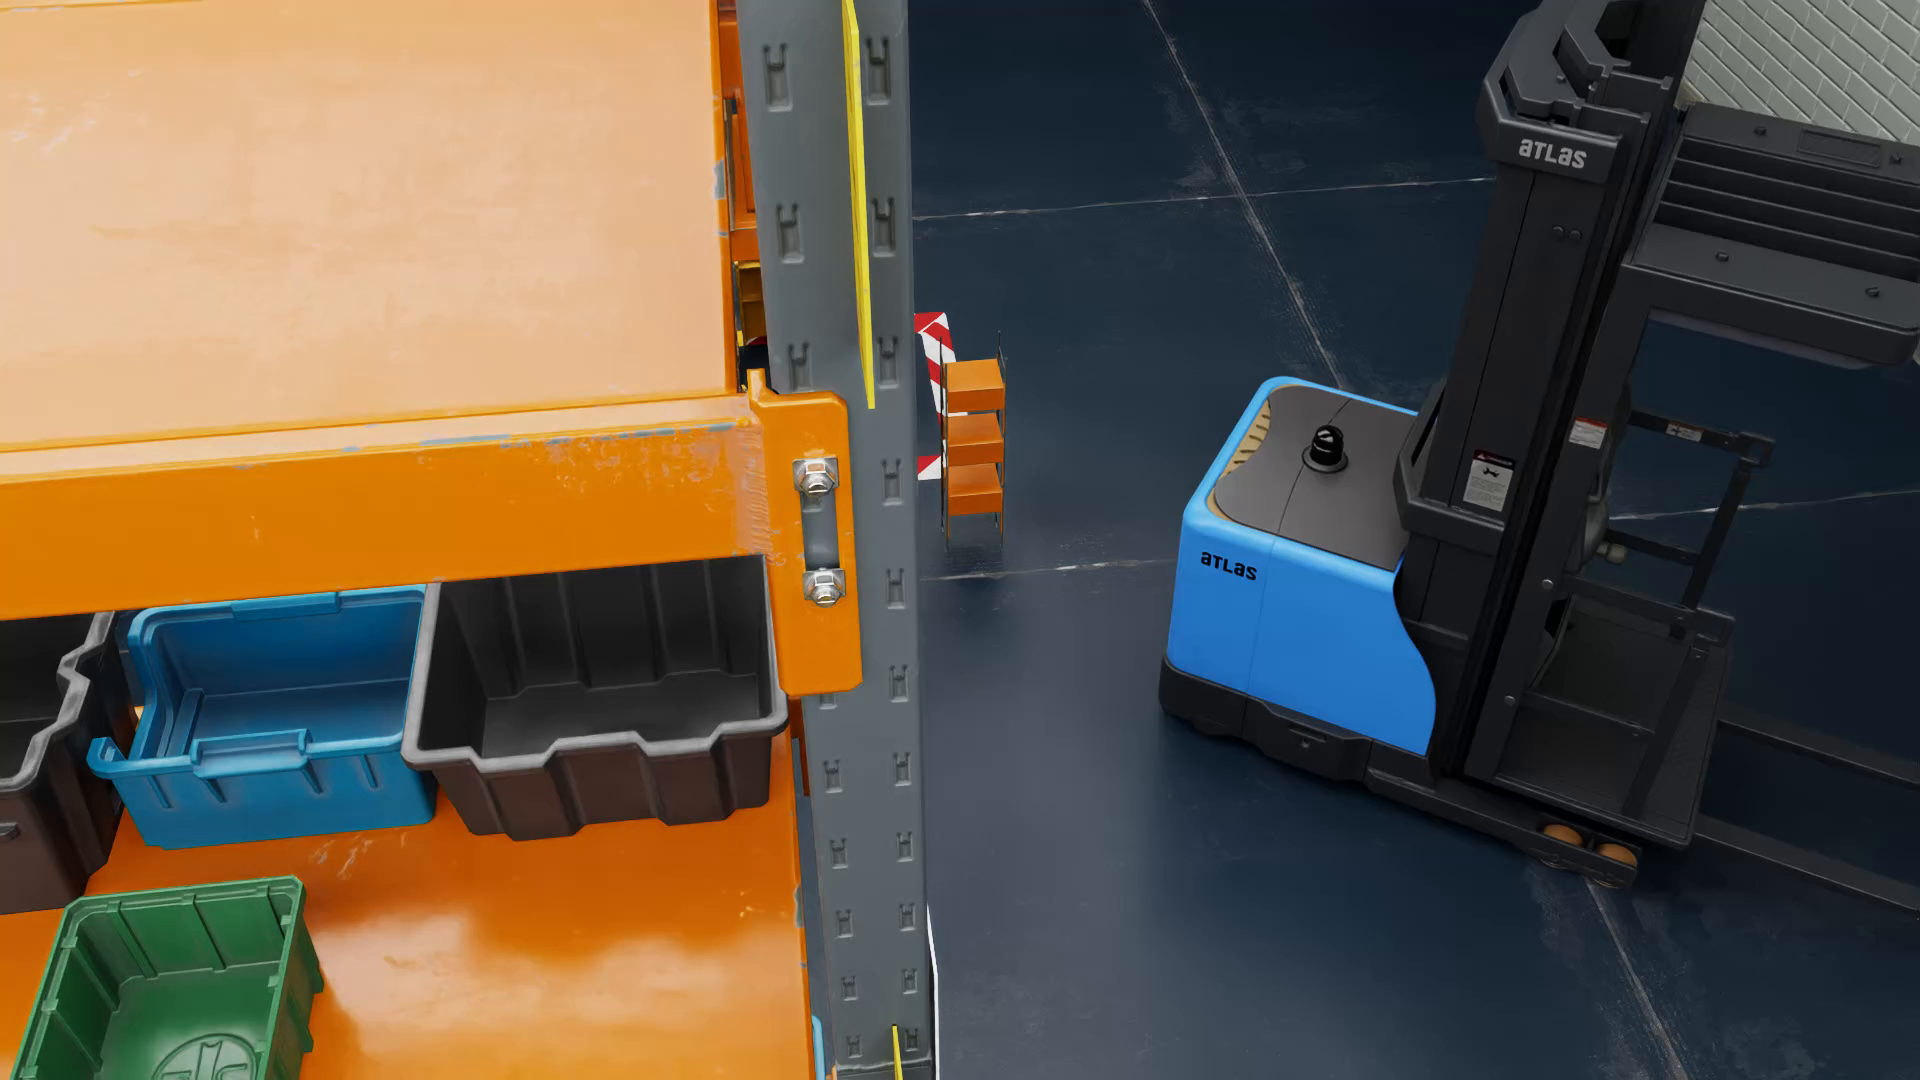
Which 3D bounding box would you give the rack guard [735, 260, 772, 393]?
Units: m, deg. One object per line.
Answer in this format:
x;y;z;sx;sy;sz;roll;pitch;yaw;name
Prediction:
-0.879;-0.869;8.055;0.348;0.500;1.175;-5;42;-6;rack guard

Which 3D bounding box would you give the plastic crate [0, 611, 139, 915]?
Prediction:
-1.716;0.345;2.649;0.767;0.338;0.504;-5;42;-6;plastic crate

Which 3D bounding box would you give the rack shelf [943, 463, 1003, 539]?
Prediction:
0.053;-0.180;7.312;0.240;0.259;0.215;-5;42;-6;rack shelf

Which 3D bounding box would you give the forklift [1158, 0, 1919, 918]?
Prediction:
2.345;-0.230;5.532;3.031;2.935;1.130;19;45;20;forklift

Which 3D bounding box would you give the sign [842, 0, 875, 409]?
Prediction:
-0.078;-0.258;1.273;0.005;0.325;0.100;-5;42;-6;sign

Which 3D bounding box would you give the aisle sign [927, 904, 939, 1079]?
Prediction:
-0.056;0.709;2.499;0.004;0.787;0.394;-5;42;-6;aisle sign

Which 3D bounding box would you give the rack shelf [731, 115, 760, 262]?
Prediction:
-2.787;-1.363;7.274;4.000;0.370;1.077;-5;42;-6;rack shelf

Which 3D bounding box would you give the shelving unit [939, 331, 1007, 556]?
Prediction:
0.053;-0.394;7.119;0.252;1.050;0.215;-5;42;-6;shelving unit

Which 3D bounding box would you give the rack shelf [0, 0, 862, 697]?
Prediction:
-2.148;-0.152;1.751;4.000;0.370;1.077;-5;42;-6;rack shelf

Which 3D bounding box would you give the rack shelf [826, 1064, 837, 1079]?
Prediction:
-2.148;1.927;3.626;4.000;0.370;1.077;-5;42;-6;rack shelf

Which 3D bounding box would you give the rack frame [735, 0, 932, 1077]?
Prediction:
-0.165;-0.742;1.569;0.127;3.000;1.000;-5;42;-6;rack frame

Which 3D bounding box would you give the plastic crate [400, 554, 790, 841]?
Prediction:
-0.583;0.269;2.785;0.590;0.269;0.497;-5;42;-6;plastic crate

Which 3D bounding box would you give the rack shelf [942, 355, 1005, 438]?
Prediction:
0.053;-0.597;6.936;0.240;0.259;0.215;-5;42;-6;rack shelf

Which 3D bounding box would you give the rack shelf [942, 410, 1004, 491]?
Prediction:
0.053;-0.387;7.126;0.240;0.259;0.215;-5;42;-6;rack shelf

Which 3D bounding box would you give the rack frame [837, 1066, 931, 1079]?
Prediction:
-0.165;1.486;3.578;0.127;3.000;1.000;-5;42;-6;rack frame

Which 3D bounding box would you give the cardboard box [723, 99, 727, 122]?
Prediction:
-1.209;-1.991;6.612;0.500;0.500;0.500;-5;42;-6;cardboard box

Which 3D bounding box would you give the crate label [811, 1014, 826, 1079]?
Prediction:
-0.453;1.329;3.833;0.303;0.233;0.416;-5;42;-6;crate label

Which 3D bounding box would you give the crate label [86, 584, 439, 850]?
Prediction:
-1.122;0.293;2.772;0.502;0.251;0.408;-5;42;-6;crate label

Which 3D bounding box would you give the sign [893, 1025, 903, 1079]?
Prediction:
-0.078;0.775;2.205;0.005;0.325;0.100;-5;42;-6;sign

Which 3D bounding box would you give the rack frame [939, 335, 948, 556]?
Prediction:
-0.068;-0.384;7.107;0.008;1.050;0.200;-5;42;-6;rack frame

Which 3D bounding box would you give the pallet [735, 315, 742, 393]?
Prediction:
-1.669;-0.692;8.075;1.213;0.211;1.003;-5;42;-6;pallet

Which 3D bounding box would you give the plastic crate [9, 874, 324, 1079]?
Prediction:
-1.106;0.726;2.339;0.336;0.188;0.450;-5;42;-6;plastic crate

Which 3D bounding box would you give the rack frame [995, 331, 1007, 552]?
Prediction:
0.174;-0.405;7.130;0.008;1.050;0.200;-5;42;-6;rack frame

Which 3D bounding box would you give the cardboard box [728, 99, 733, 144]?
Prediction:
-1.278;-1.978;7.343;0.500;0.500;0.500;-4;42;-5;cardboard box

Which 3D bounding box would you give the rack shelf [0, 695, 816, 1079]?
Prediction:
-2.148;0.813;2.622;4.000;0.370;1.077;-5;42;-6;rack shelf

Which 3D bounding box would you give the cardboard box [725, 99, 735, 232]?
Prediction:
-1.212;-1.621;6.949;0.500;0.500;0.500;-4;42;-4;cardboard box
